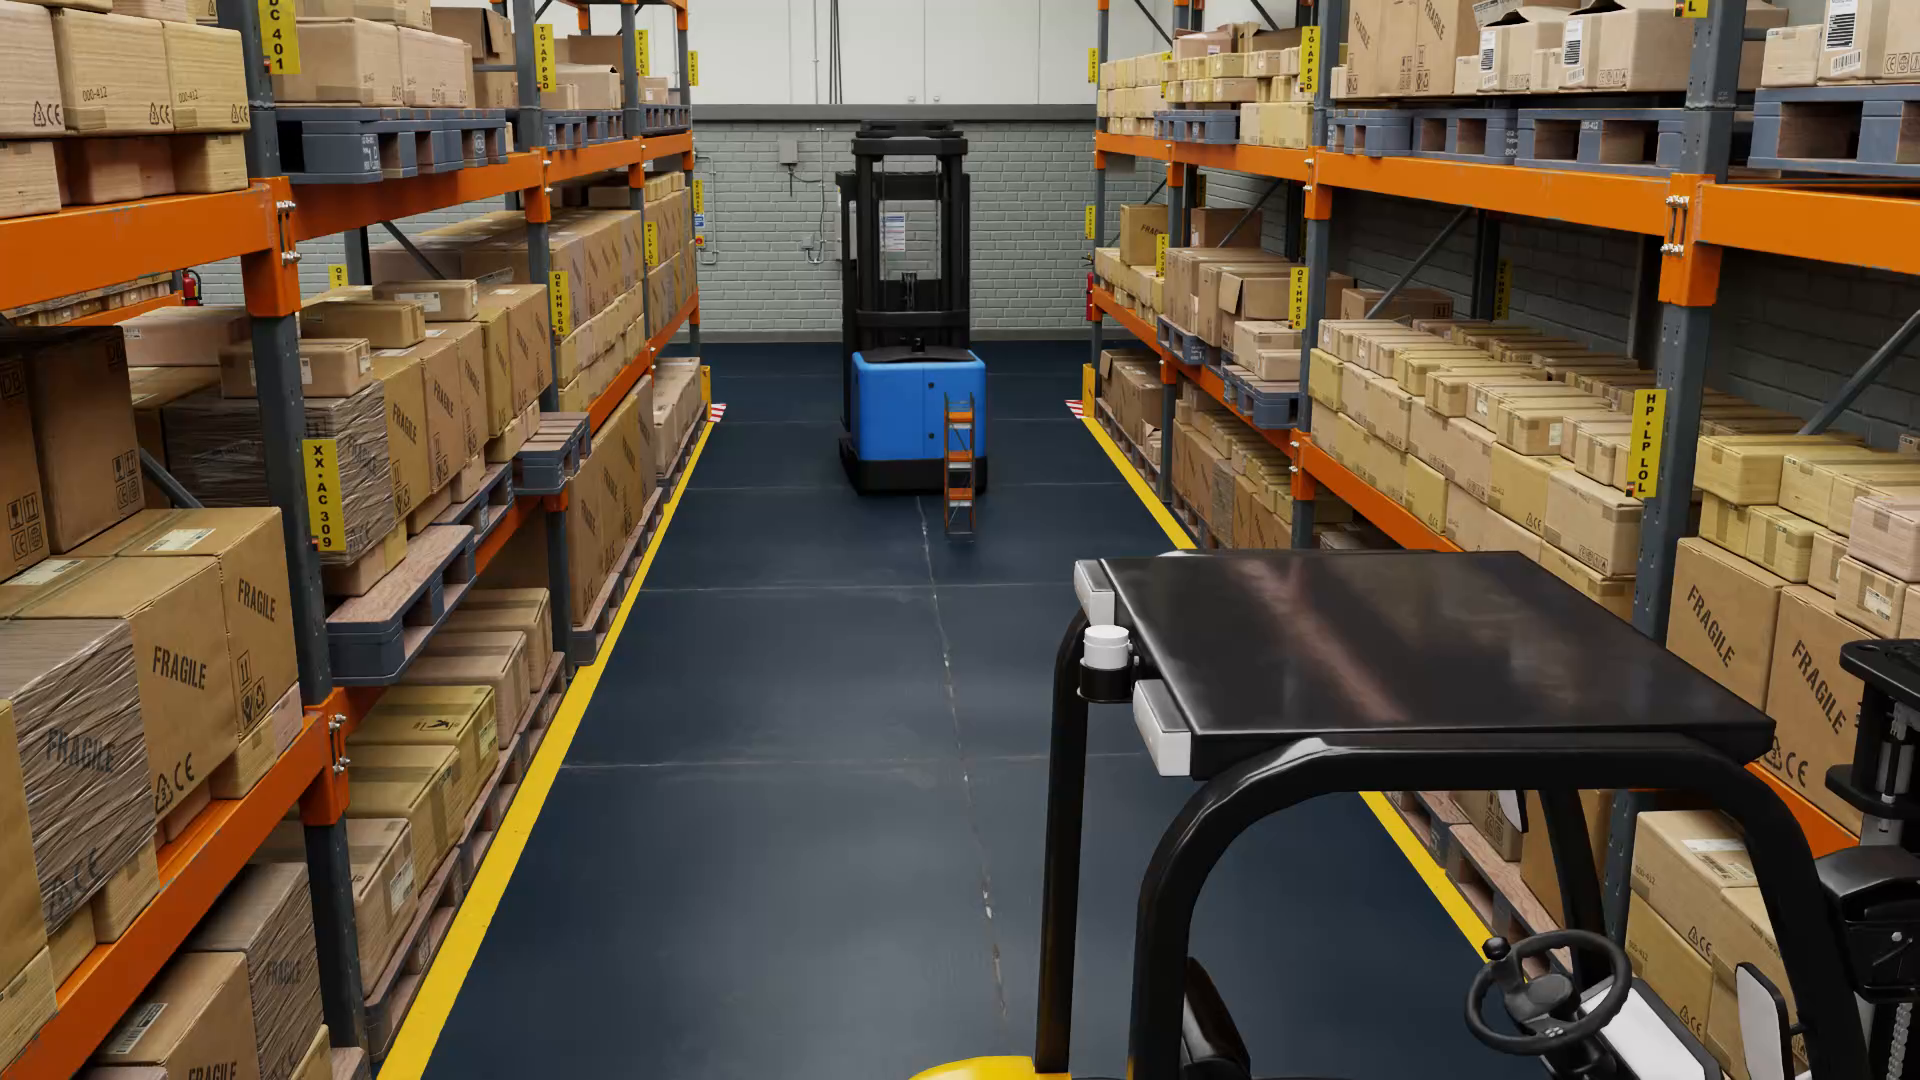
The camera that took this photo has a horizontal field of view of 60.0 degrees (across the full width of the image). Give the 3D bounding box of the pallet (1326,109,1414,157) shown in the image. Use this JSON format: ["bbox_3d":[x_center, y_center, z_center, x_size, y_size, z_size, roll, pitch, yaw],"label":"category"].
[{"bbox_3d":[2.471,-1.964,7.998,1.213,0.211,1.003,0,14,-1],"label":"pallet"}]

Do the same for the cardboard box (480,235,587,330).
[{"bbox_3d":[-2.441,-1.475,9.531,0.500,0.500,0.500,-1,14,-3],"label":"cardboard box"}]

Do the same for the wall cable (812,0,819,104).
[{"bbox_3d":[-2.992,-7.009,21.207,2.355,3.000,0.029,-1,14,-3],"label":"wall cable"}]

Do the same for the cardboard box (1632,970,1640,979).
[{"bbox_3d":[2.287,1.479,4.936,0.500,0.250,0.500,-1,14,-3],"label":"cardboard box"}]

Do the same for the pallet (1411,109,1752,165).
[{"bbox_3d":[2.543,-1.686,6.917,1.003,0.211,1.213,0,14,-1],"label":"pallet"}]

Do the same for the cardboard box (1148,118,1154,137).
[{"bbox_3d":[1.744,-3.370,13.587,0.380,0.149,0.250,-1,14,-4],"label":"cardboard box"}]

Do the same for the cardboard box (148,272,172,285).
[{"bbox_3d":[-7.759,-2.665,15.567,0.500,0.500,0.500,-1,14,-2],"label":"cardboard box"}]

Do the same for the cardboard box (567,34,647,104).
[{"bbox_3d":[-2.689,-3.590,12.694,0.500,0.500,0.500,-1,14,-2],"label":"cardboard box"}]

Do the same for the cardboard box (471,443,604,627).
[{"bbox_3d":[-2.574,-0.040,9.583,0.875,0.875,0.875,-1,14,-4],"label":"cardboard box"}]

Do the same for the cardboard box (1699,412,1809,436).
[{"bbox_3d":[2.801,-0.358,5.896,0.380,0.149,0.250,-1,14,-4],"label":"cardboard box"}]

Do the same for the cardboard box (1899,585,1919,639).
[{"bbox_3d":[2.363,0.202,3.719,0.380,0.149,0.250,-1,14,-4],"label":"cardboard box"}]

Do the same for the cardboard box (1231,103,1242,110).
[{"bbox_3d":[2.345,-3.419,12.980,0.500,0.250,0.500,-1,14,-5],"label":"cardboard box"}]

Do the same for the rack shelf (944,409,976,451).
[{"bbox_3d":[-0.003,-0.786,11.879,0.215,0.259,0.240,-1,14,-3],"label":"rack shelf"}]

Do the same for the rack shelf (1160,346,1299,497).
[{"bbox_3d":[2.216,-0.919,11.022,1.077,0.370,4.000,-1,14,-3],"label":"rack shelf"}]

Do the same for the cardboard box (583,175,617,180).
[{"bbox_3d":[-3.272,-3.176,14.842,0.380,0.149,0.250,-1,14,-3],"label":"cardboard box"}]

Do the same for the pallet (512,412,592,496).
[{"bbox_3d":[-2.464,-0.424,8.039,1.213,0.211,1.003,-1,14,-3],"label":"pallet"}]

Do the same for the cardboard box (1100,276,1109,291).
[{"bbox_3d":[1.591,-2.552,16.429,0.380,0.149,0.250,-1,14,-4],"label":"cardboard box"}]

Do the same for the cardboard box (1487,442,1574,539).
[{"bbox_3d":[2.263,-0.191,6.045,0.500,0.250,0.500,-1,14,-5],"label":"cardboard box"}]

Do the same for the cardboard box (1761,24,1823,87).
[{"bbox_3d":[2.312,-1.242,4.274,0.380,0.149,0.250,-1,14,-2],"label":"cardboard box"}]

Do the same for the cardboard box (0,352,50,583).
[{"bbox_3d":[-2.546,-0.134,3.724,0.700,0.500,0.500,-1,14,-3],"label":"cardboard box"}]

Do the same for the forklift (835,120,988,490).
[{"bbox_3d":[-0.493,-2.137,14.451,1.130,2.935,3.031,-2,15,-8],"label":"forklift"}]

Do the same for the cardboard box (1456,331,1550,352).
[{"bbox_3d":[2.645,-0.926,8.103,0.380,0.149,0.250,-1,14,-3],"label":"cardboard box"}]

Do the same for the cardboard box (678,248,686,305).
[{"bbox_3d":[-2.758,-2.362,14.985,0.500,0.500,0.500,0,14,-2],"label":"cardboard box"}]

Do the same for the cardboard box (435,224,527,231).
[{"bbox_3d":[-2.995,-1.727,10.510,0.500,0.500,0.500,-1,14,-4],"label":"cardboard box"}]

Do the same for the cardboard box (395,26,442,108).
[{"bbox_3d":[-2.035,-1.559,5.503,0.500,0.250,0.500,-1,14,-4],"label":"cardboard box"}]

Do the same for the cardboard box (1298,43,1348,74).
[{"bbox_3d":[2.023,-2.568,8.872,0.380,0.149,0.250,0,14,-2],"label":"cardboard box"}]

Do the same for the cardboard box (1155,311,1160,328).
[{"bbox_3d":[1.782,-1.783,13.440,0.380,0.149,0.250,0,14,-2],"label":"cardboard box"}]

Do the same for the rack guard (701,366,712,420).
[{"bbox_3d":[-3.111,-1.477,16.765,1.175,0.500,0.348,-1,14,-3],"label":"rack guard"}]

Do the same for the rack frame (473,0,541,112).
[{"bbox_3d":[-2.614,-3.598,7.950,1.000,3.000,0.127,-1,14,-3],"label":"rack frame"}]

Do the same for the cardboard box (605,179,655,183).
[{"bbox_3d":[-2.752,-2.933,13.899,0.380,0.149,0.250,-1,14,-4],"label":"cardboard box"}]

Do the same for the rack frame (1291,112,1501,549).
[{"bbox_3d":[2.340,-0.770,8.999,1.000,3.000,0.127,-1,14,-3],"label":"rack frame"}]

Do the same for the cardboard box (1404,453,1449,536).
[{"bbox_3d":[2.219,-0.201,7.089,0.500,0.250,0.500,0,14,-2],"label":"cardboard box"}]

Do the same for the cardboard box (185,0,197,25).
[{"bbox_3d":[-2.129,-1.339,4.096,0.380,0.149,0.250,-1,14,-2],"label":"cardboard box"}]

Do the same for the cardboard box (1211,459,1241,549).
[{"bbox_3d":[1.993,-0.248,11.145,0.500,0.500,0.500,-1,14,-5],"label":"cardboard box"}]

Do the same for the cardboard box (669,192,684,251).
[{"bbox_3d":[-2.753,-2.846,14.860,0.500,0.500,0.500,-1,14,-4],"label":"cardboard box"}]

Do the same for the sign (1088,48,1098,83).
[{"bbox_3d":[1.303,-4.627,16.217,0.100,0.325,0.005,-1,14,-3],"label":"sign"}]

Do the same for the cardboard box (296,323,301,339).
[{"bbox_3d":[-2.715,-0.587,6.647,0.500,0.500,0.500,-1,14,-6],"label":"cardboard box"}]

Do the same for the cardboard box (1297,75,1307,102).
[{"bbox_3d":[2.081,-2.492,9.174,0.380,0.149,0.250,-1,14,-5],"label":"cardboard box"}]

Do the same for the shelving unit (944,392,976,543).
[{"bbox_3d":[-0.003,-0.522,11.947,0.215,1.050,0.252,-1,14,-3],"label":"shelving unit"}]

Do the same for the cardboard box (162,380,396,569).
[{"bbox_3d":[-2.109,-0.214,5.200,0.500,0.500,0.500,-1,14,-2],"label":"cardboard box"}]

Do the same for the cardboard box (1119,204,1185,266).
[{"bbox_3d":[1.697,-2.704,14.715,0.500,0.500,0.500,-1,14,-2],"label":"cardboard box"}]

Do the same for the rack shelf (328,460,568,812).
[{"bbox_3d":[-2.490,0.153,6.854,1.077,0.370,4.000,-1,14,-3],"label":"rack shelf"}]

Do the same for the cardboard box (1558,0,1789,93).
[{"bbox_3d":[2.300,-1.613,5.390,0.500,0.311,0.500,-1,14,-5],"label":"cardboard box"}]

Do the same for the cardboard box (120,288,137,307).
[{"bbox_3d":[-7.694,-2.194,15.040,0.380,0.149,0.250,0,14,-2],"label":"cardboard box"}]

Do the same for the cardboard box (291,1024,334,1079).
[{"bbox_3d":[-2.061,1.574,4.566,0.500,0.250,0.500,0,14,-1],"label":"cardboard box"}]

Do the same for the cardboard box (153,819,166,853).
[{"bbox_3d":[-2.080,0.689,3.831,0.380,0.149,0.250,-1,14,-4],"label":"cardboard box"}]

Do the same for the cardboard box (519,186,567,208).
[{"bbox_3d":[-3.199,-2.606,12.625,0.380,0.149,0.250,-1,14,-5],"label":"cardboard box"}]

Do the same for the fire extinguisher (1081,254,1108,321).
[{"bbox_3d":[1.374,-2.571,16.902,0.296,0.674,0.183,-1,14,-3],"label":"fire extinguisher"}]

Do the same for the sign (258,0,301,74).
[{"bbox_3d":[-1.825,-1.411,4.433,0.100,0.325,0.005,-1,14,-3],"label":"sign"}]

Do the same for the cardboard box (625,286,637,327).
[{"bbox_3d":[-2.553,-1.627,11.626,0.500,0.250,0.500,-1,14,-2],"label":"cardboard box"}]

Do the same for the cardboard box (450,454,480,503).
[{"bbox_3d":[-2.138,-0.246,6.625,0.380,0.149,0.250,0,14,-1],"label":"cardboard box"}]

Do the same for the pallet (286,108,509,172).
[{"bbox_3d":[-2.365,-1.472,6.086,1.213,0.211,1.003,-1,14,-3],"label":"pallet"}]

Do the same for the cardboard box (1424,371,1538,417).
[{"bbox_3d":[2.142,-0.601,6.841,0.380,0.149,0.250,-1,14,-5],"label":"cardboard box"}]

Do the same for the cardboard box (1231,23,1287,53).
[{"bbox_3d":[2.179,-3.617,12.078,0.396,0.266,0.258,-1,14,-4],"label":"cardboard box"}]

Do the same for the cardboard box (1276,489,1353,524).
[{"bbox_3d":[2.056,-0.196,9.640,0.380,0.149,0.250,-2,15,-6],"label":"cardboard box"}]

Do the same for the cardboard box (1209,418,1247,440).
[{"bbox_3d":[2.001,-0.779,11.907,0.380,0.149,0.250,-1,14,-4],"label":"cardboard box"}]
